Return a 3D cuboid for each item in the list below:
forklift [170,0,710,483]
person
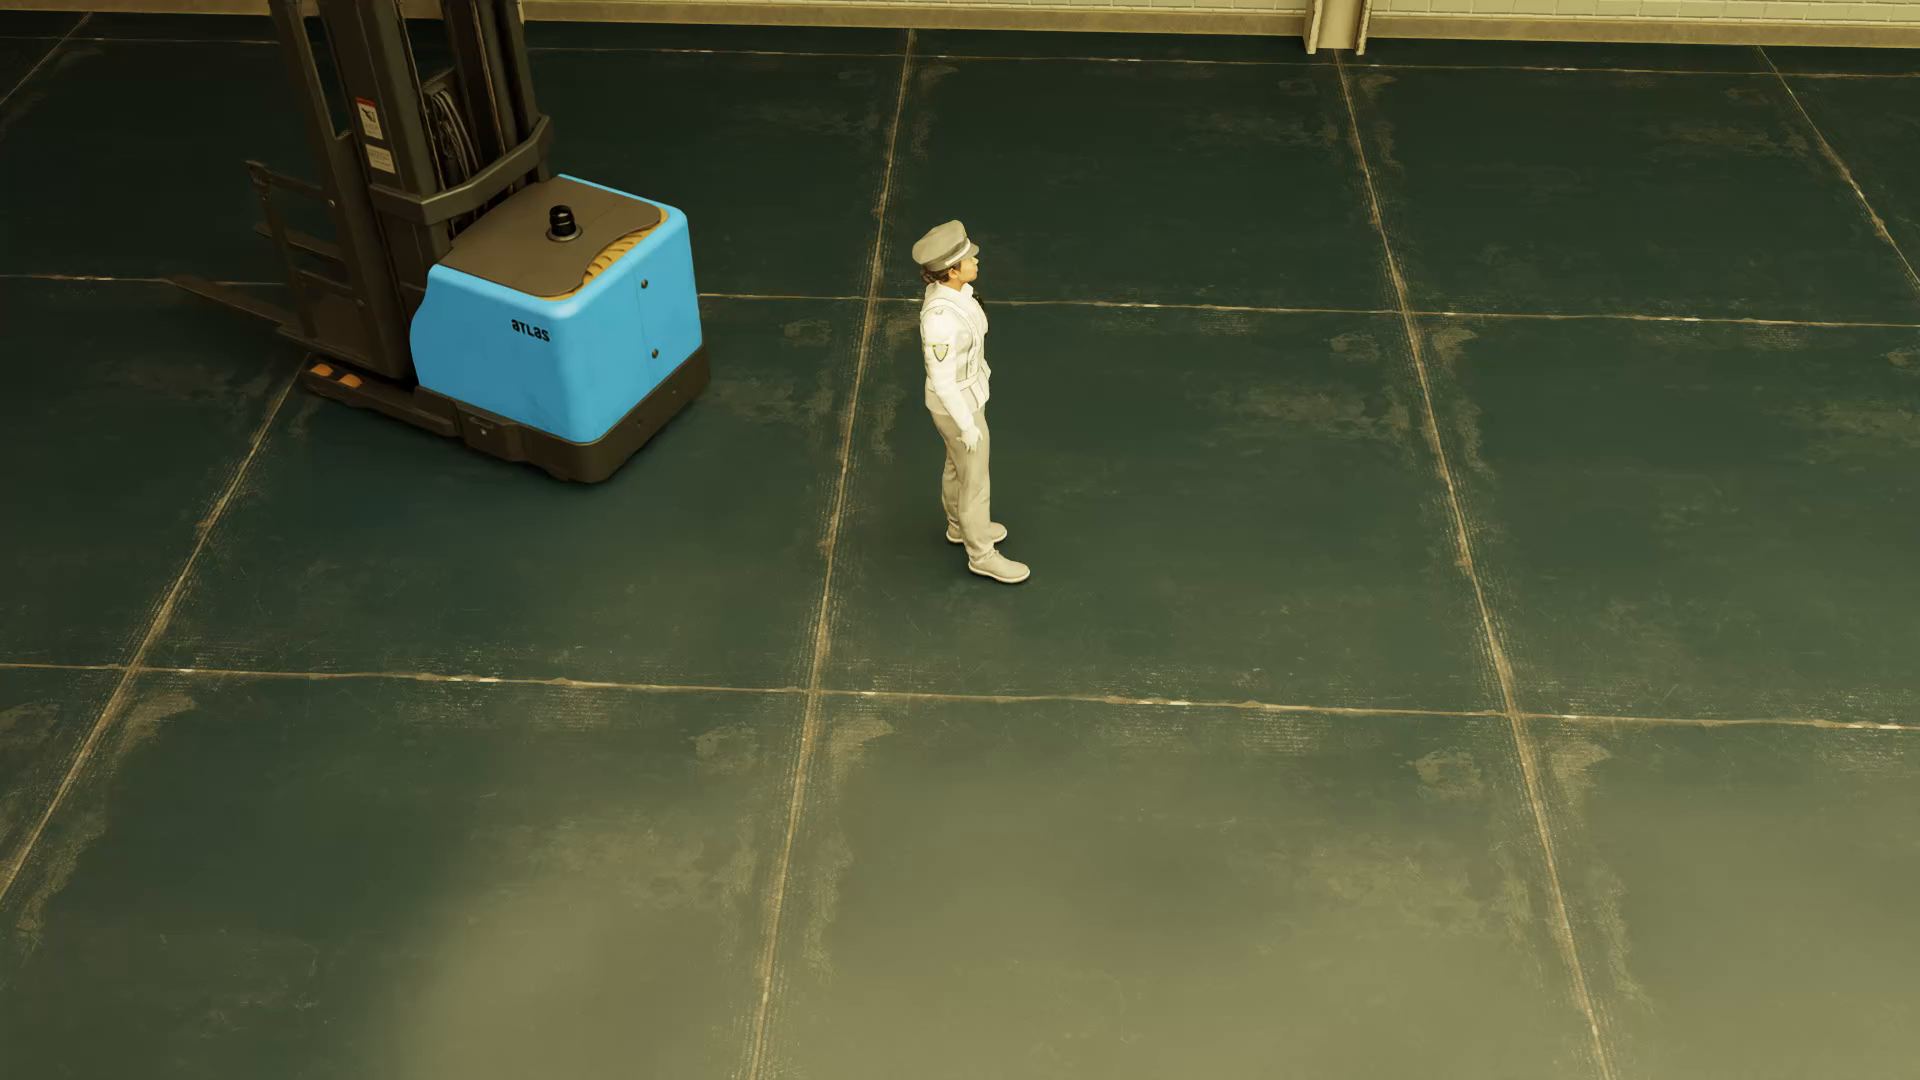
[{"bbox_3d":[-2.859,-2.071,8.011,3.031,2.935,1.130,20,46,20],"label":"forklift"},{"bbox_3d":[0.067,-0.625,7.333,0.533,1.696,0.588,2,42,2],"label":"person"}]
